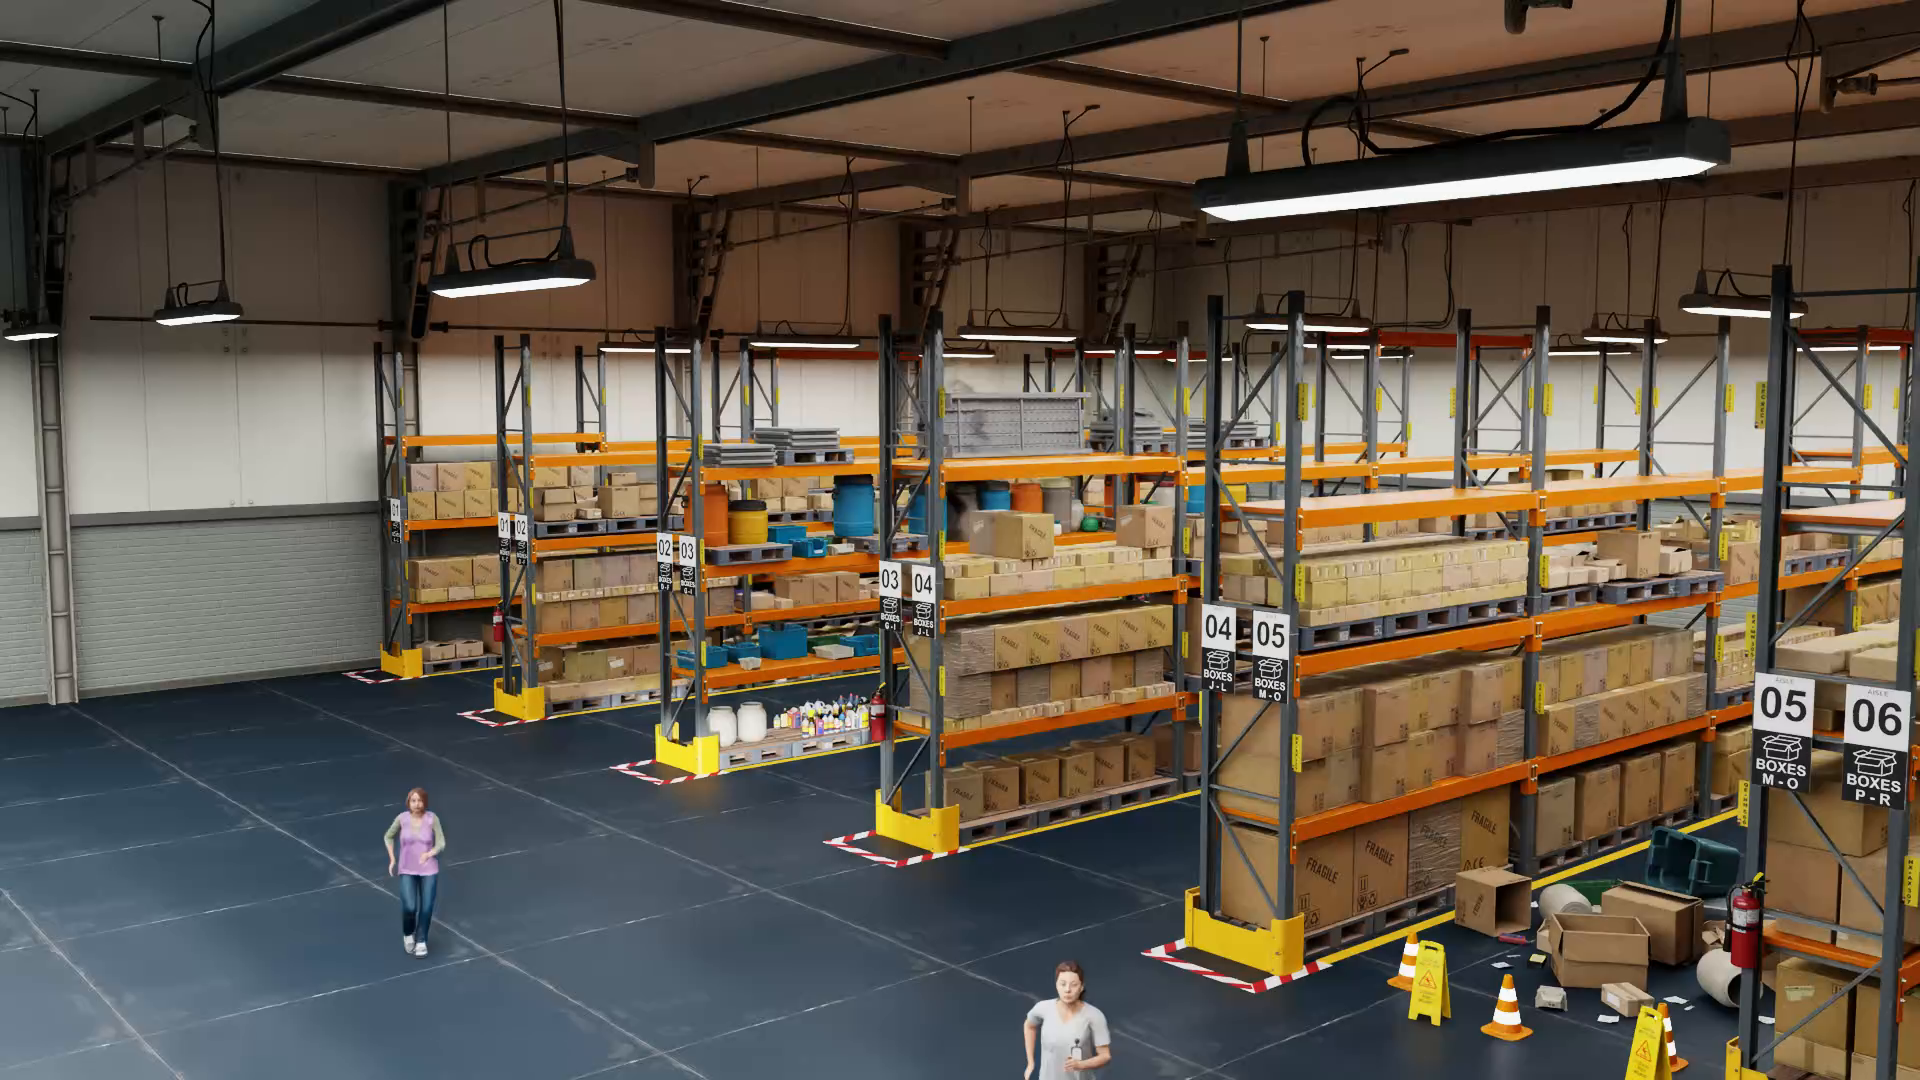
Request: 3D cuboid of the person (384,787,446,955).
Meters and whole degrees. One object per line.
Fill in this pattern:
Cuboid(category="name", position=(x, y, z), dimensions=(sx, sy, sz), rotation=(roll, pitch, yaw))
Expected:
Cuboid(category="person", position=(-4.903, 3.011, 14.982), dimensions=(0.504, 1.562, 0.596), rotation=(-2, 6, -21))

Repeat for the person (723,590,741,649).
Cuboid(category="person", position=(-4.288, 1.516, 31.053), dimensions=(0.571, 1.687, 0.846), rotation=(5, 7, 41))

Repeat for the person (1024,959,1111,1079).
Cuboid(category="person", position=(0.650, 3.406, 10.152), dimensions=(0.537, 1.723, 0.768), rotation=(0, 5, 5))
